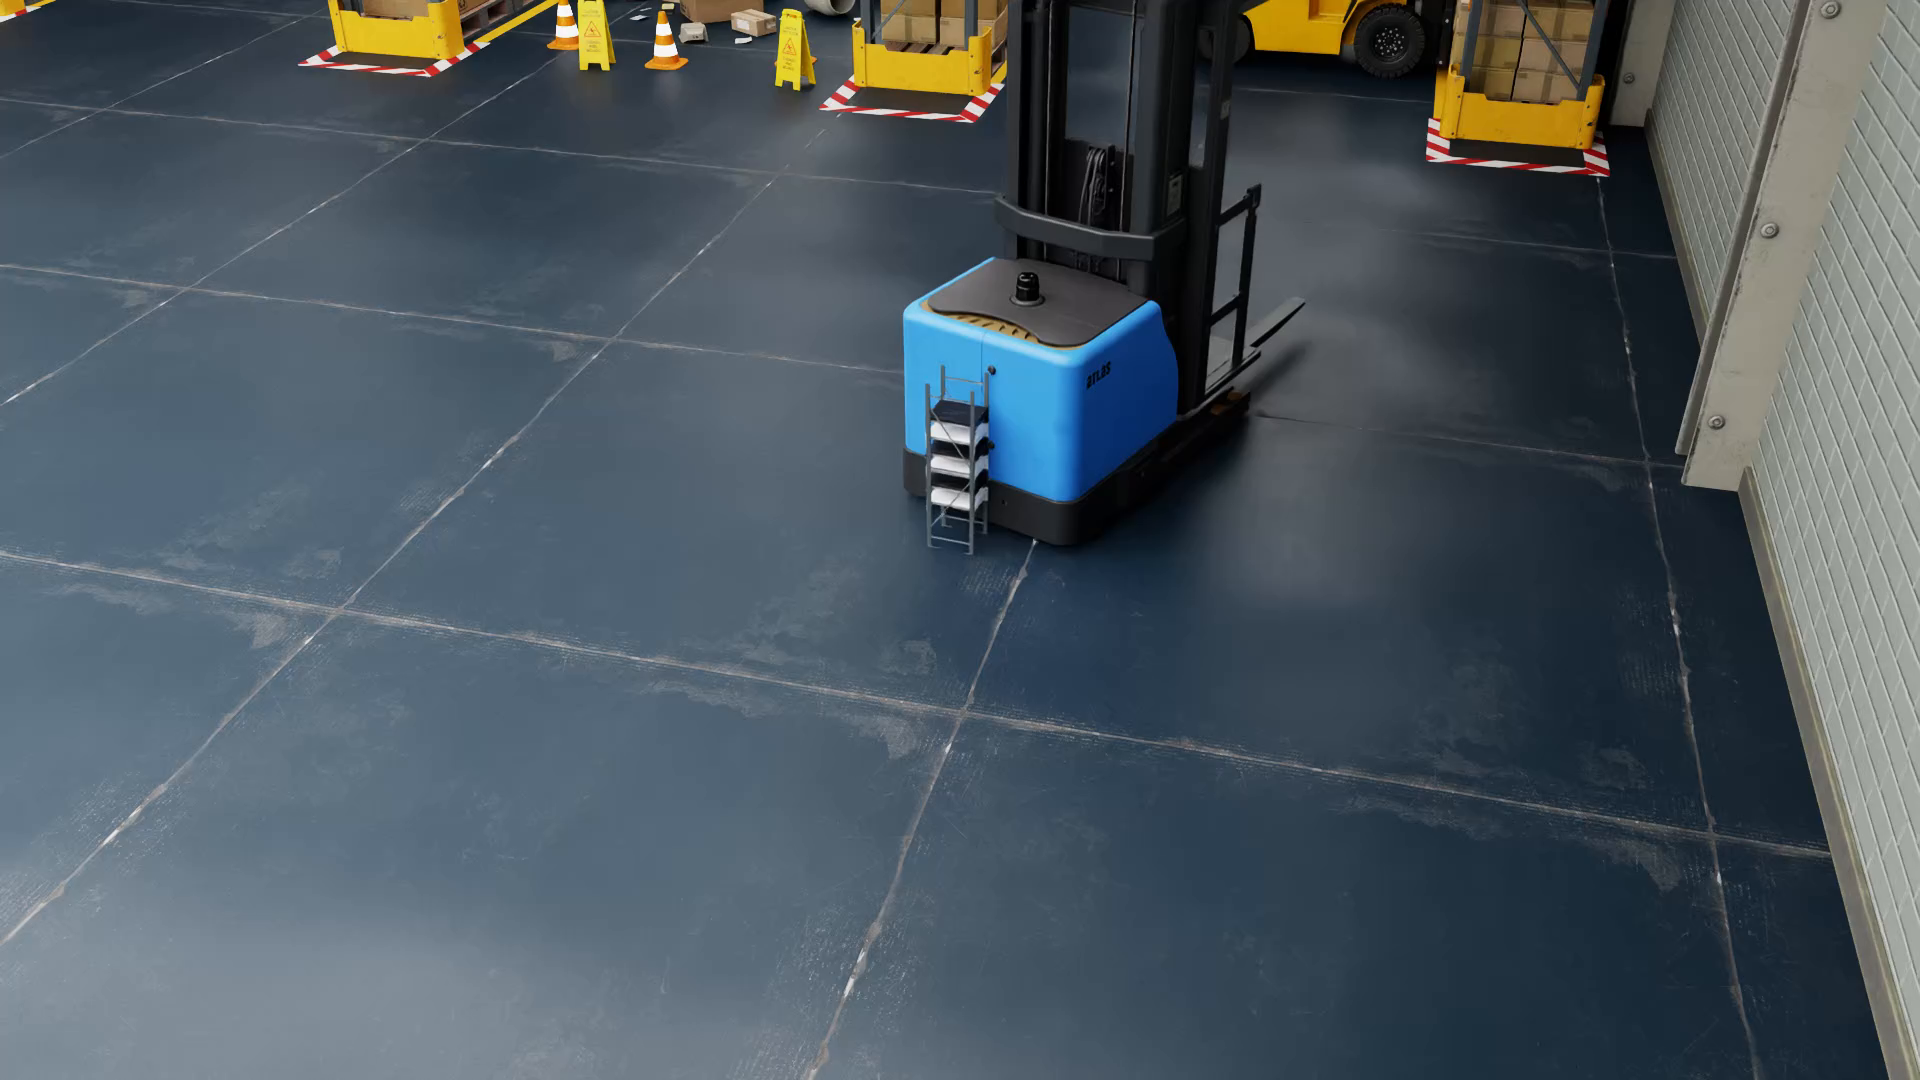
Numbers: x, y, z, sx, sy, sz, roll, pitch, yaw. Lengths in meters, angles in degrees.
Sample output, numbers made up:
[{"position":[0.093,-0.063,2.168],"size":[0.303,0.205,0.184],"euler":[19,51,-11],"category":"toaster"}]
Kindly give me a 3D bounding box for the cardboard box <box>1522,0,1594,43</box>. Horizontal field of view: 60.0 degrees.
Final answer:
[{"position":[4.761,-4.176,13.262],"size":[0.500,0.250,0.500],"euler":[8,33,12],"category":"cardboard box"}]

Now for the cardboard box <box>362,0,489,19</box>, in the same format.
[{"position":[-5.052,-5.450,15.616],"size":[0.875,0.875,0.875],"euler":[8,33,13],"category":"cardboard box"}]

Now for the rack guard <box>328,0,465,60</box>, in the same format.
[{"position":[-5.166,-4.741,15.242],"size":[1.175,0.500,0.348],"euler":[8,33,12],"category":"rack guard"}]

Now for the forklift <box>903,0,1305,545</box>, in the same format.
[{"position":[0.966,-1.953,8.590],"size":[1.130,2.935,3.031],"euler":[21,38,29],"category":"forklift"}]

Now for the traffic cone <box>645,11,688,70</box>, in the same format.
[{"position":[-2.645,-4.490,14.881],"size":[0.336,0.463,0.334],"euler":[8,33,12],"category":"traffic cone"}]

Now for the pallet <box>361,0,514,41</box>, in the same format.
[{"position":[-5.033,-5.057,16.008],"size":[1.003,0.211,1.213],"euler":[8,33,12],"category":"pallet"}]

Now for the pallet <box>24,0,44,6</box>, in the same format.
[{"position":[-9.673,-5.816,17.201],"size":[1.003,0.211,1.213],"euler":[8,33,12],"category":"pallet"}]

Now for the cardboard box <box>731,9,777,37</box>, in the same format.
[{"position":[-1.968,-4.939,15.880],"size":[0.380,0.149,0.250],"euler":[28,42,36],"category":"cardboard box"}]

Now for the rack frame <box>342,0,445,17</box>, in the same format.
[{"position":[-5.160,-5.808,14.591],"size":[1.000,3.000,0.127],"euler":[8,33,12],"category":"rack frame"}]

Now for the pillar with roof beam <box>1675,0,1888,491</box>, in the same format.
[{"position":[-0.183,-4.756,7.343],"size":[9.100,9.000,0.400],"euler":[8,33,12],"category":"pillar with roof beam"}]

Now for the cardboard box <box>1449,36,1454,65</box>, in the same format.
[{"position":[4.405,-4.074,14.033],"size":[0.500,0.250,0.500],"euler":[8,33,12],"category":"cardboard box"}]

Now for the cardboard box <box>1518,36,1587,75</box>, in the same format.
[{"position":[4.776,-3.957,13.383],"size":[0.500,0.250,0.500],"euler":[9,33,13],"category":"cardboard box"}]

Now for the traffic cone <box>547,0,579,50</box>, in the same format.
[{"position":[-3.652,-4.820,15.401],"size":[0.336,0.463,0.334],"euler":[8,33,12],"category":"traffic cone"}]

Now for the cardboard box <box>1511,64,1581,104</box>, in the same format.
[{"position":[4.769,-3.758,13.537],"size":[0.500,0.250,0.500],"euler":[8,33,13],"category":"cardboard box"}]

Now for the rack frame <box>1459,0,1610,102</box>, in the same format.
[{"position":[4.456,-4.513,12.553],"size":[1.000,3.000,0.127],"euler":[8,33,12],"category":"rack frame"}]

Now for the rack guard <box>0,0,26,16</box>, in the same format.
[{"position":[-9.913,-5.521,16.468],"size":[1.175,0.500,0.348],"euler":[8,33,12],"category":"rack guard"}]

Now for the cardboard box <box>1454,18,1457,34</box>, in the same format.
[{"position":[4.414,-4.295,13.915],"size":[0.500,0.250,0.500],"euler":[8,33,12],"category":"cardboard box"}]

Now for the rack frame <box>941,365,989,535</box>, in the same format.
[{"position":[0.022,-0.428,8.085],"size":[0.240,0.900,0.006],"euler":[11,34,17],"category":"rack frame"}]

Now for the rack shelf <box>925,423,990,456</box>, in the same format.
[{"position":[-0.012,-0.501,7.926],"size":[0.258,0.077,0.200],"euler":[11,34,17],"category":"rack shelf"}]

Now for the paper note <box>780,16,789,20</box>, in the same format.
[{"position":[-1.671,-5.111,16.272],"size":[0.148,0.019,0.142],"euler":[20,38,29],"category":"paper note"}]

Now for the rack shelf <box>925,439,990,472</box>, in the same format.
[{"position":[-0.012,-0.425,7.974],"size":[0.258,0.077,0.200],"euler":[11,34,17],"category":"rack shelf"}]

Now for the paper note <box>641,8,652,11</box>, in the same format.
[{"position":[-3.126,-5.282,16.549],"size":[0.032,0.001,0.123],"euler":[28,42,36],"category":"paper note"}]

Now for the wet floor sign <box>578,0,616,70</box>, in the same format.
[{"position":[-3.252,-4.530,14.775],"size":[0.267,0.644,0.232],"euler":[3,33,4],"category":"wet floor sign"}]

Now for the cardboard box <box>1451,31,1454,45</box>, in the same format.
[{"position":[4.650,-4.605,14.869],"size":[0.500,0.250,0.500],"euler":[9,34,14],"category":"cardboard box"}]

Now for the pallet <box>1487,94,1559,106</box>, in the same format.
[{"position":[4.609,-3.739,13.934],"size":[1.003,0.211,1.213],"euler":[8,33,12],"category":"pallet"}]

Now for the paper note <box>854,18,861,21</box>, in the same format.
[{"position":[-0.959,-5.080,16.212],"size":[0.142,0.019,0.148],"euler":[-3,33,-4],"category":"paper note"}]

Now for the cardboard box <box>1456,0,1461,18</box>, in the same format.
[{"position":[4.395,-4.499,13.771],"size":[0.500,0.250,0.500],"euler":[9,33,13],"category":"cardboard box"}]

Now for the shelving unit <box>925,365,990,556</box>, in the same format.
[{"position":[-0.012,-0.377,8.004],"size":[0.258,0.900,0.210],"euler":[11,34,17],"category":"shelving unit"}]

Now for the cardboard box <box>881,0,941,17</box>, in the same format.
[{"position":[-0.396,-4.972,14.747],"size":[0.500,0.500,0.500],"euler":[8,33,13],"category":"cardboard box"}]

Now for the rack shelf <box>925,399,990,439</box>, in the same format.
[{"position":[-0.012,-0.577,7.877],"size":[0.258,0.077,0.200],"euler":[11,34,17],"category":"rack shelf"}]

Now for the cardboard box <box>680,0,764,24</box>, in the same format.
[{"position":[-2.350,-5.390,16.259],"size":[0.797,0.503,0.637],"euler":[-14,35,-21],"category":"cardboard box"}]
